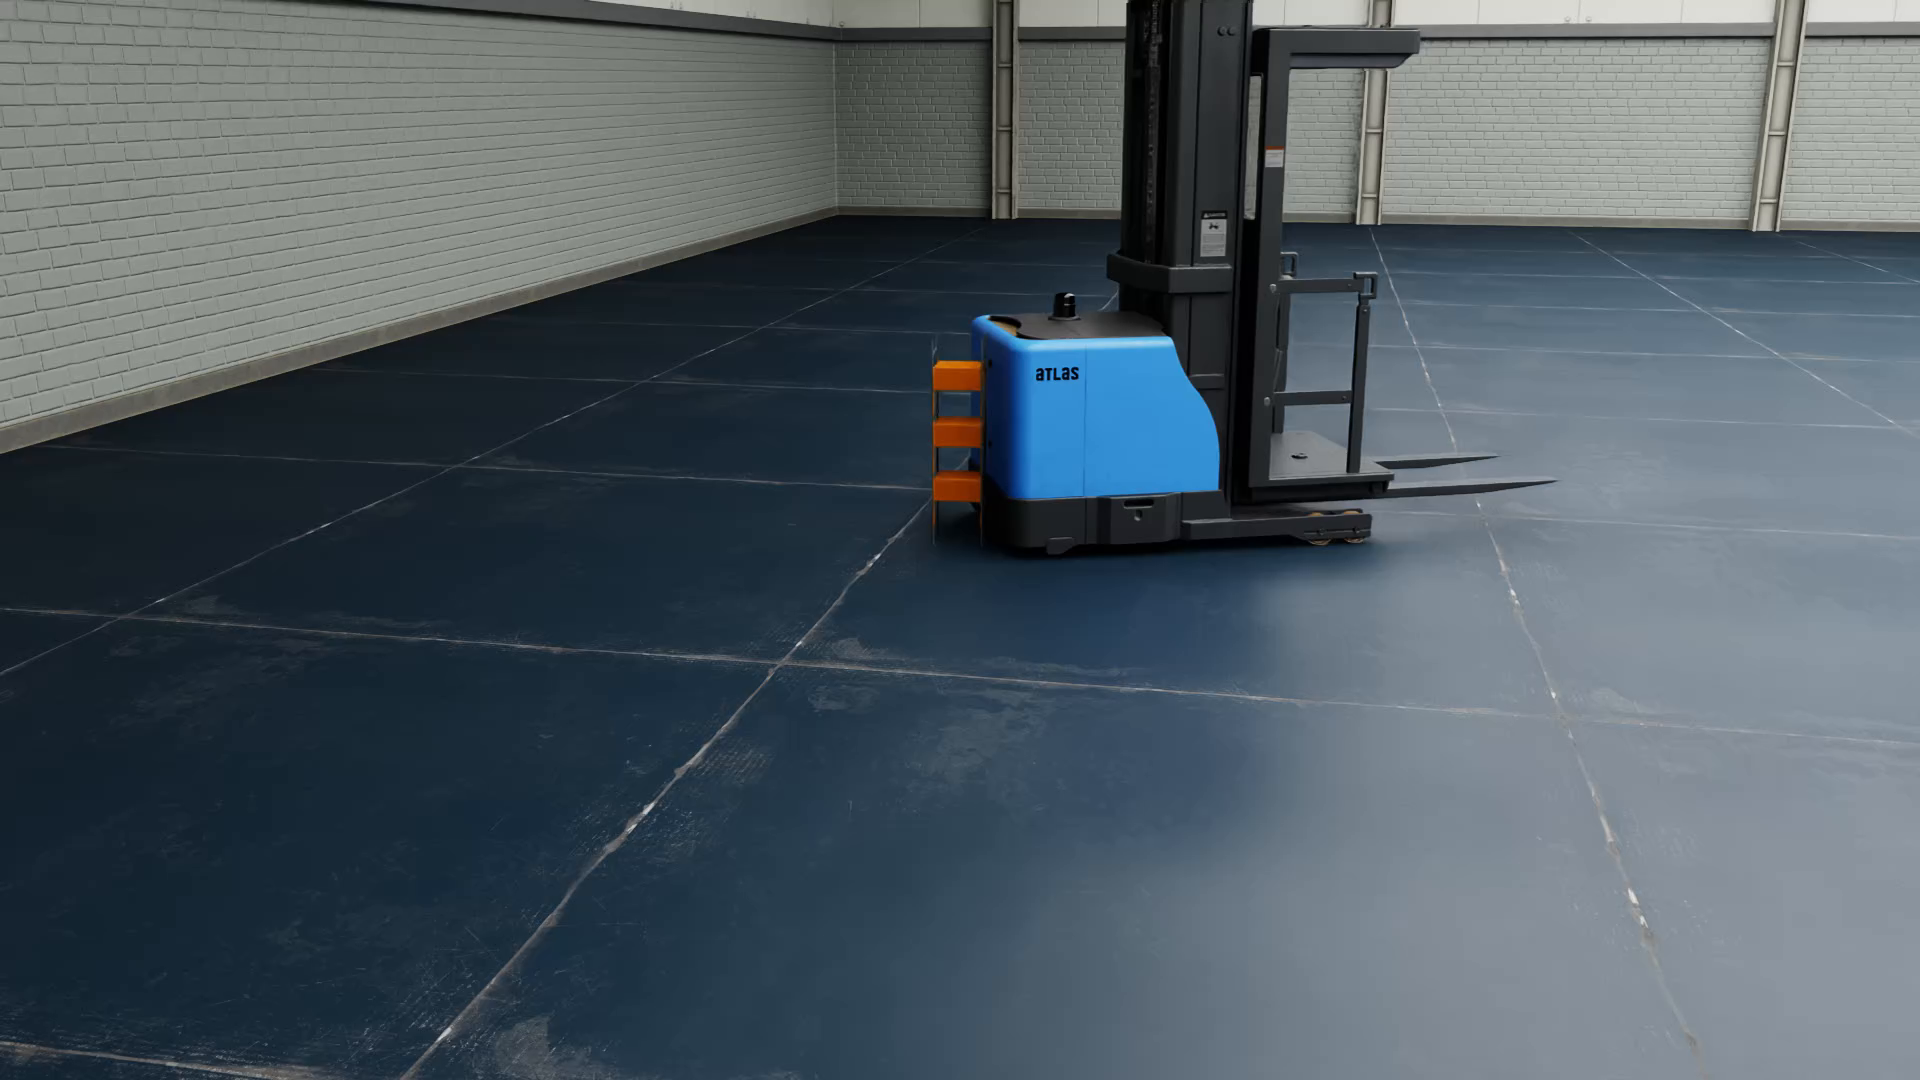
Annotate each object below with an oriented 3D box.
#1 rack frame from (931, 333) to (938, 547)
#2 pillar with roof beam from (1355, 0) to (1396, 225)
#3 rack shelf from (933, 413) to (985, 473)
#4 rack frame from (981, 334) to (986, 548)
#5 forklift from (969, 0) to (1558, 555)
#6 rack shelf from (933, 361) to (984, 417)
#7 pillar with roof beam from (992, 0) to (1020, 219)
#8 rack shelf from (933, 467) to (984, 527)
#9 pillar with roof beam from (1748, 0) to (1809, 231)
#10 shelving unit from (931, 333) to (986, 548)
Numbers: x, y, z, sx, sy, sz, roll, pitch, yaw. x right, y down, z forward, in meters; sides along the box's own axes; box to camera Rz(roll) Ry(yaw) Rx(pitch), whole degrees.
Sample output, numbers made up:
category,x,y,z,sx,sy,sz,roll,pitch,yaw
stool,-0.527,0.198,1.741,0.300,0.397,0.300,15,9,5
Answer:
category,x,y,z,sx,sy,sz,roll,pitch,yaw
rack frame,-0.126,-0.499,8.328,0.008,1.050,0.200,2,16,6
pillar with roof beam,5.782,-8.357,21.803,0.400,9.000,9.100,3,16,11
rack shelf,-0.004,-0.486,8.319,0.240,0.259,0.215,2,16,6
rack frame,0.117,-0.493,8.304,0.008,1.050,0.200,2,16,6
forklift,1.616,-1.518,8.483,3.031,2.935,1.130,-3,16,-11
rack shelf,-0.004,-0.759,8.243,0.240,0.259,0.215,2,16,6
pillar with roof beam,-0.097,-8.676,22.955,0.400,9.000,9.100,3,16,11
rack shelf,-0.004,-0.218,8.393,0.240,0.259,0.215,2,16,6
pillar with roof beam,11.662,-8.037,20.650,0.400,9.000,9.100,3,16,11
shelving unit,-0.004,-0.496,8.316,0.252,1.050,0.215,2,16,6
